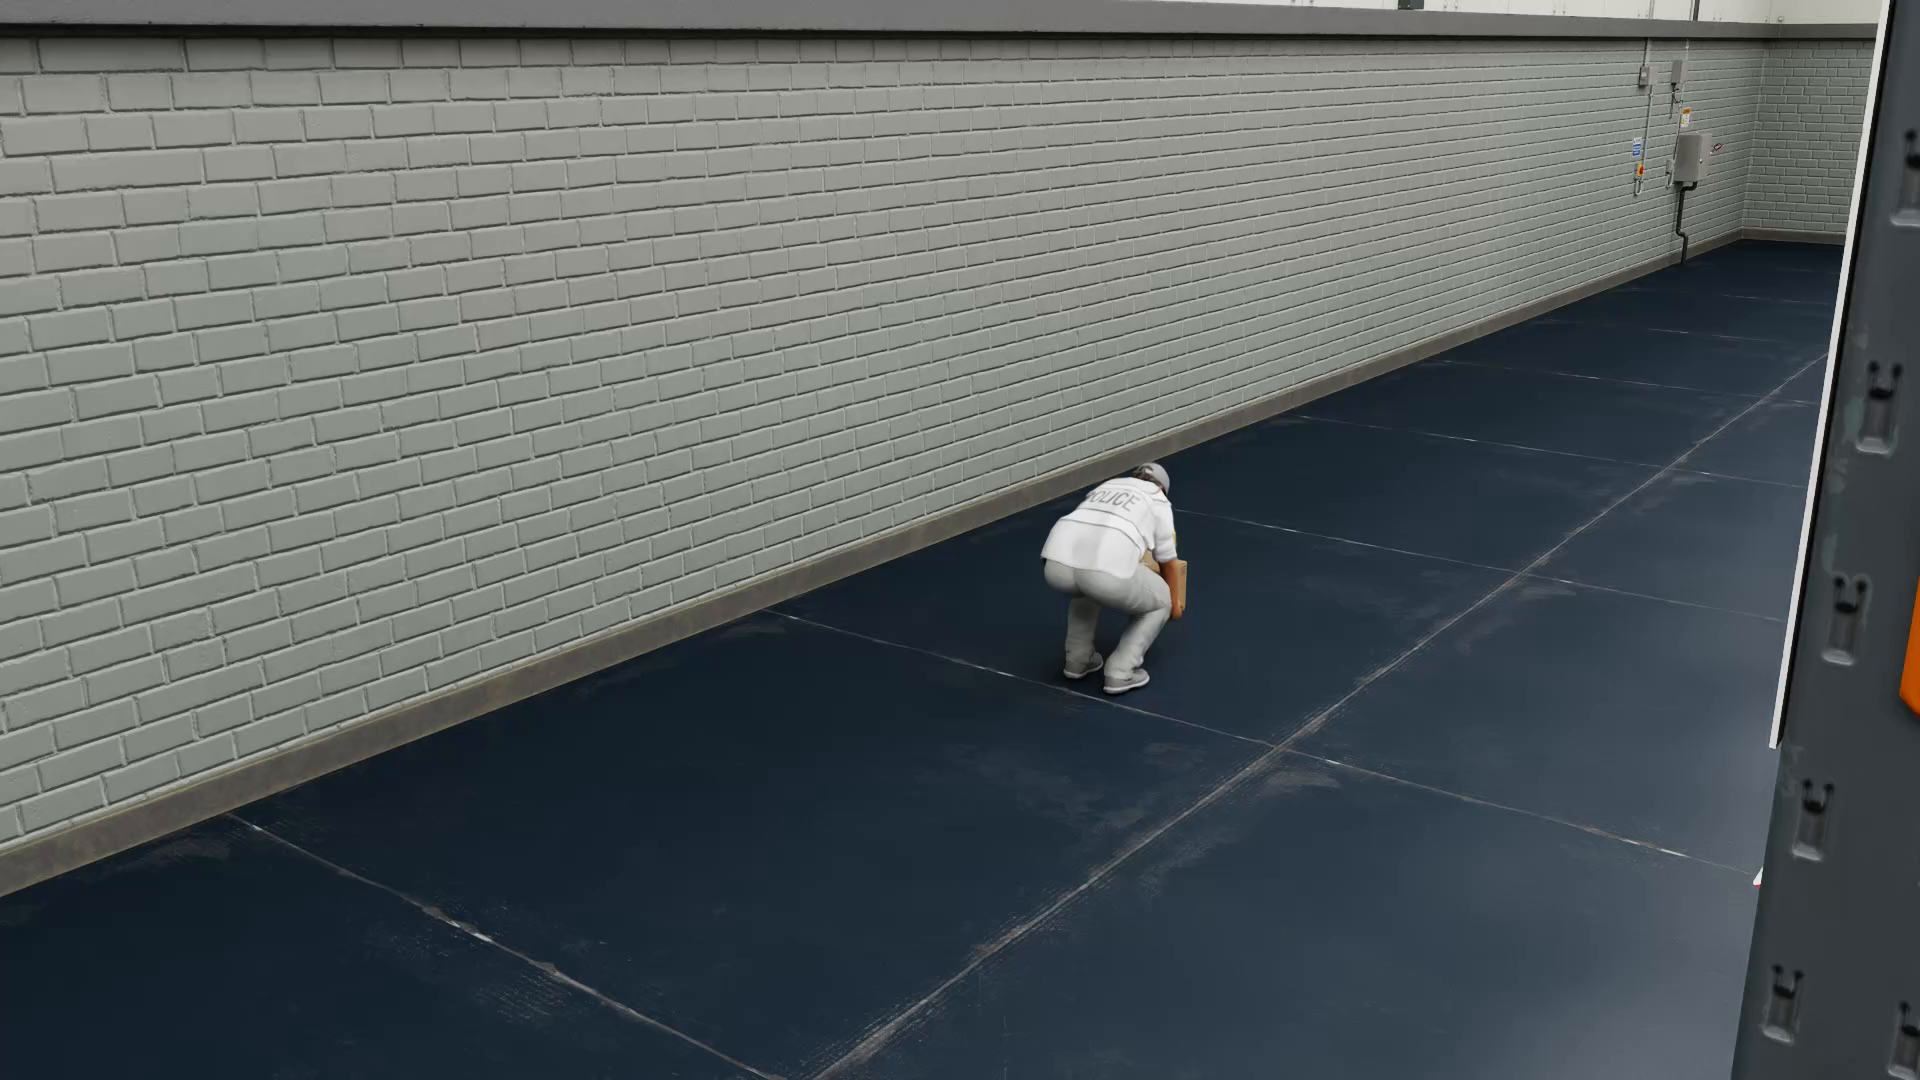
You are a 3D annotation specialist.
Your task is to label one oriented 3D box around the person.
[{"bbox_3d":[0.733,0.176,7.719,0.509,0.942,0.914,11,20,33],"label":"person"}]
